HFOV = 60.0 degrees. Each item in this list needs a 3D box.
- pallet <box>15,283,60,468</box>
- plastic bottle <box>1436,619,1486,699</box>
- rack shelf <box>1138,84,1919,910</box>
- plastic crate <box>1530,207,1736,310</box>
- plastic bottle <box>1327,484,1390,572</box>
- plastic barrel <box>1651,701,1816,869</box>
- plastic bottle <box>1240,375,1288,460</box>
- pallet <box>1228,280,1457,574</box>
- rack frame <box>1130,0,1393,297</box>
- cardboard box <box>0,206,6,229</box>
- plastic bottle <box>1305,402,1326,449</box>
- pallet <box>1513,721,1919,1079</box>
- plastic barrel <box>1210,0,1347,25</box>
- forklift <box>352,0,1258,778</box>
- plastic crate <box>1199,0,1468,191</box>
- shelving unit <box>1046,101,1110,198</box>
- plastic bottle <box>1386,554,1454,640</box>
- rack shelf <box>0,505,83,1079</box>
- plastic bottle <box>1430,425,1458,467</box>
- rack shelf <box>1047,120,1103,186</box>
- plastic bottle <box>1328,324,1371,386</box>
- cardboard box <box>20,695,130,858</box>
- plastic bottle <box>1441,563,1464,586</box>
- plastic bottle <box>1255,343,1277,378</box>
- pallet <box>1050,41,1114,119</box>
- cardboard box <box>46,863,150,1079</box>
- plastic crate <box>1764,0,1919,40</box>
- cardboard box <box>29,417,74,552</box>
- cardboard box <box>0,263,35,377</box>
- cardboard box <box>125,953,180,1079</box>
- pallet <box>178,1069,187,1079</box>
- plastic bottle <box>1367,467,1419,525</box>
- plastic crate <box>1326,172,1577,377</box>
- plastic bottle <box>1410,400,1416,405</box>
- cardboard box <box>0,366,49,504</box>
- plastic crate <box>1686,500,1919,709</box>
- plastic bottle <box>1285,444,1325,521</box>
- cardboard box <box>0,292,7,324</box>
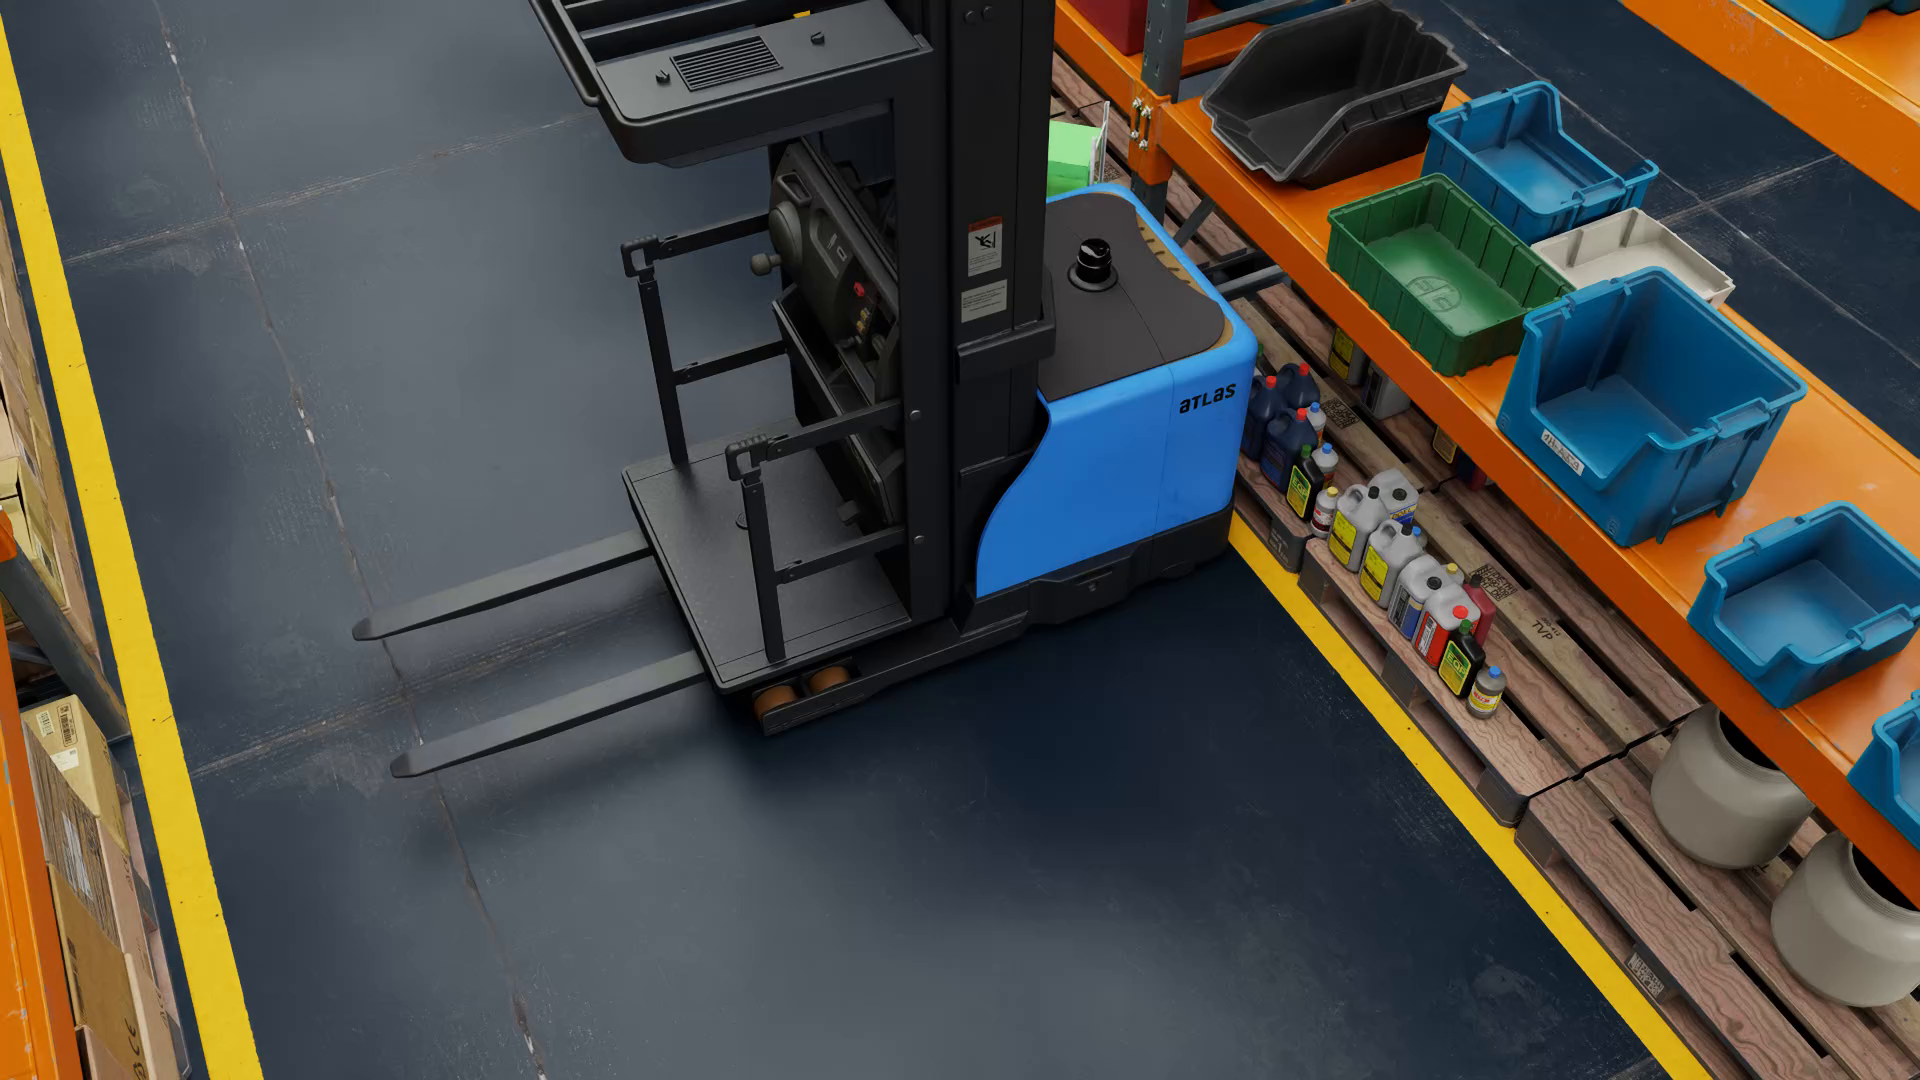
[{"bbox_3d":[-4.226,-0.567,6.606,1.003,0.211,1.213,-21,52,-18],"label":"pallet"},{"bbox_3d":[1.645,0.385,5.433,0.061,0.283,0.133,-20,52,-17],"label":"plastic bottle"},{"bbox_3d":[2.029,-0.316,5.012,1.077,0.370,4.000,-21,52,-18],"label":"rack shelf"},{"bbox_3d":[2.082,-0.805,5.137,0.530,0.136,0.437,-21,52,-18],"label":"plastic crate"},{"bbox_3d":[1.395,-0.070,5.786,0.144,0.351,0.185,-22,52,-18],"label":"plastic bottle"},{"bbox_3d":[2.346,0.717,5.004,0.421,0.512,0.421,0,49,0],"label":"plastic barrel"},{"bbox_3d":[1.114,-0.481,6.146,0.144,0.351,0.185,-20,52,-17],"label":"plastic bottle"},{"bbox_3d":[1.384,-0.510,6.556,1.003,0.211,1.213,-21,52,-18],"label":"pallet"},{"bbox_3d":[1.114,-1.892,5.912,1.000,3.000,0.127,-21,52,-18],"label":"rack frame"},{"bbox_3d":[-4.426,-1.486,7.105,0.500,0.250,0.500,-22,52,-18],"label":"cardboard box"},{"bbox_3d":[1.288,-0.400,6.127,0.097,0.271,0.097,0,49,0],"label":"plastic bottle"},{"bbox_3d":[2.501,1.123,5.127,1.003,0.211,1.213,-21,52,-18],"label":"pallet"},{"bbox_3d":[1.207,-2.420,6.040,0.600,0.901,0.708,-21,52,-18],"label":"plastic barrel"},{"bbox_3d":[-0.569,-0.767,4.974,3.031,2.935,1.130,-19,52,-16],"label":"forklift"},{"bbox_3d":[1.241,-1.477,5.590,0.767,0.338,0.504,-21,52,-18],"label":"plastic crate"},{"bbox_3d":[0.271,-1.163,6.470,0.503,1.200,0.258,12,50,10],"label":"shelving unit"},{"bbox_3d":[1.560,0.188,5.610,0.152,0.276,0.135,-23,53,-19],"label":"plastic bottle"},{"bbox_3d":[-2.377,1.387,3.522,1.077,0.370,4.000,-21,52,-18],"label":"rack shelf"},{"bbox_3d":[1.821,-0.413,6.131,0.061,0.283,0.133,-21,52,-18],"label":"plastic bottle"},{"bbox_3d":[0.271,-1.437,6.157,0.480,0.148,0.258,12,50,10],"label":"rack shelf"},{"bbox_3d":[1.537,-0.783,6.410,0.144,0.351,0.185,-21,52,-18],"label":"plastic bottle"},{"bbox_3d":[-2.885,0.814,5.093,0.500,0.250,0.500,-21,52,-18],"label":"cardboard box"},{"bbox_3d":[1.662,0.157,5.686,0.097,0.201,0.097,0,49,0],"label":"plastic bottle"},{"bbox_3d":[1.137,-0.608,6.301,0.061,0.283,0.133,-21,52,-18],"label":"plastic bottle"},{"bbox_3d":[0.158,-2.304,8.124,1.003,0.211,1.213,-21,52,-18],"label":"pallet"},{"bbox_3d":[-2.435,1.239,4.223,0.500,0.500,0.500,-21,52,-18],"label":"cardboard box"},{"bbox_3d":[1.804,-1.369,3.473,0.392,0.384,0.575,-21,52,-18],"label":"plastic crate"},{"bbox_3d":[-3.489,-0.119,5.909,0.500,0.250,0.500,-20,52,-17],"label":"cardboard box"},{"bbox_3d":[-3.960,-0.805,6.509,0.500,0.250,0.500,-20,52,-17],"label":"cardboard box"},{"bbox_3d":[-2.424,1.482,4.509,0.500,0.250,0.500,-21,52,-18],"label":"cardboard box"},{"bbox_3d":[-2.403,2.094,4.278,1.003,0.211,1.213,-21,52,-18],"label":"pallet"},{"bbox_3d":[1.516,-0.114,5.874,0.152,0.276,0.135,-21,52,-18],"label":"plastic bottle"},{"bbox_3d":[1.484,-0.816,5.112,0.450,0.188,0.662,-21,52,-18],"label":"plastic crate"},{"bbox_3d":[1.753,-0.704,6.341,0.144,0.351,0.185,-24,53,-19],"label":"plastic bottle"},{"bbox_3d":[-3.484,-0.305,5.699,0.500,0.311,0.500,-22,52,-18],"label":"cardboard box"},{"bbox_3d":[2.157,0.166,4.211,0.499,0.251,0.408,-21,52,-18],"label":"plastic crate"},{"bbox_3d":[1.239,-0.208,5.951,0.061,0.283,0.133,-19,52,-16],"label":"plastic bottle"},{"bbox_3d":[-3.964,-0.997,6.304,0.500,0.311,0.500,-20,52,-17],"label":"cardboard box"}]
